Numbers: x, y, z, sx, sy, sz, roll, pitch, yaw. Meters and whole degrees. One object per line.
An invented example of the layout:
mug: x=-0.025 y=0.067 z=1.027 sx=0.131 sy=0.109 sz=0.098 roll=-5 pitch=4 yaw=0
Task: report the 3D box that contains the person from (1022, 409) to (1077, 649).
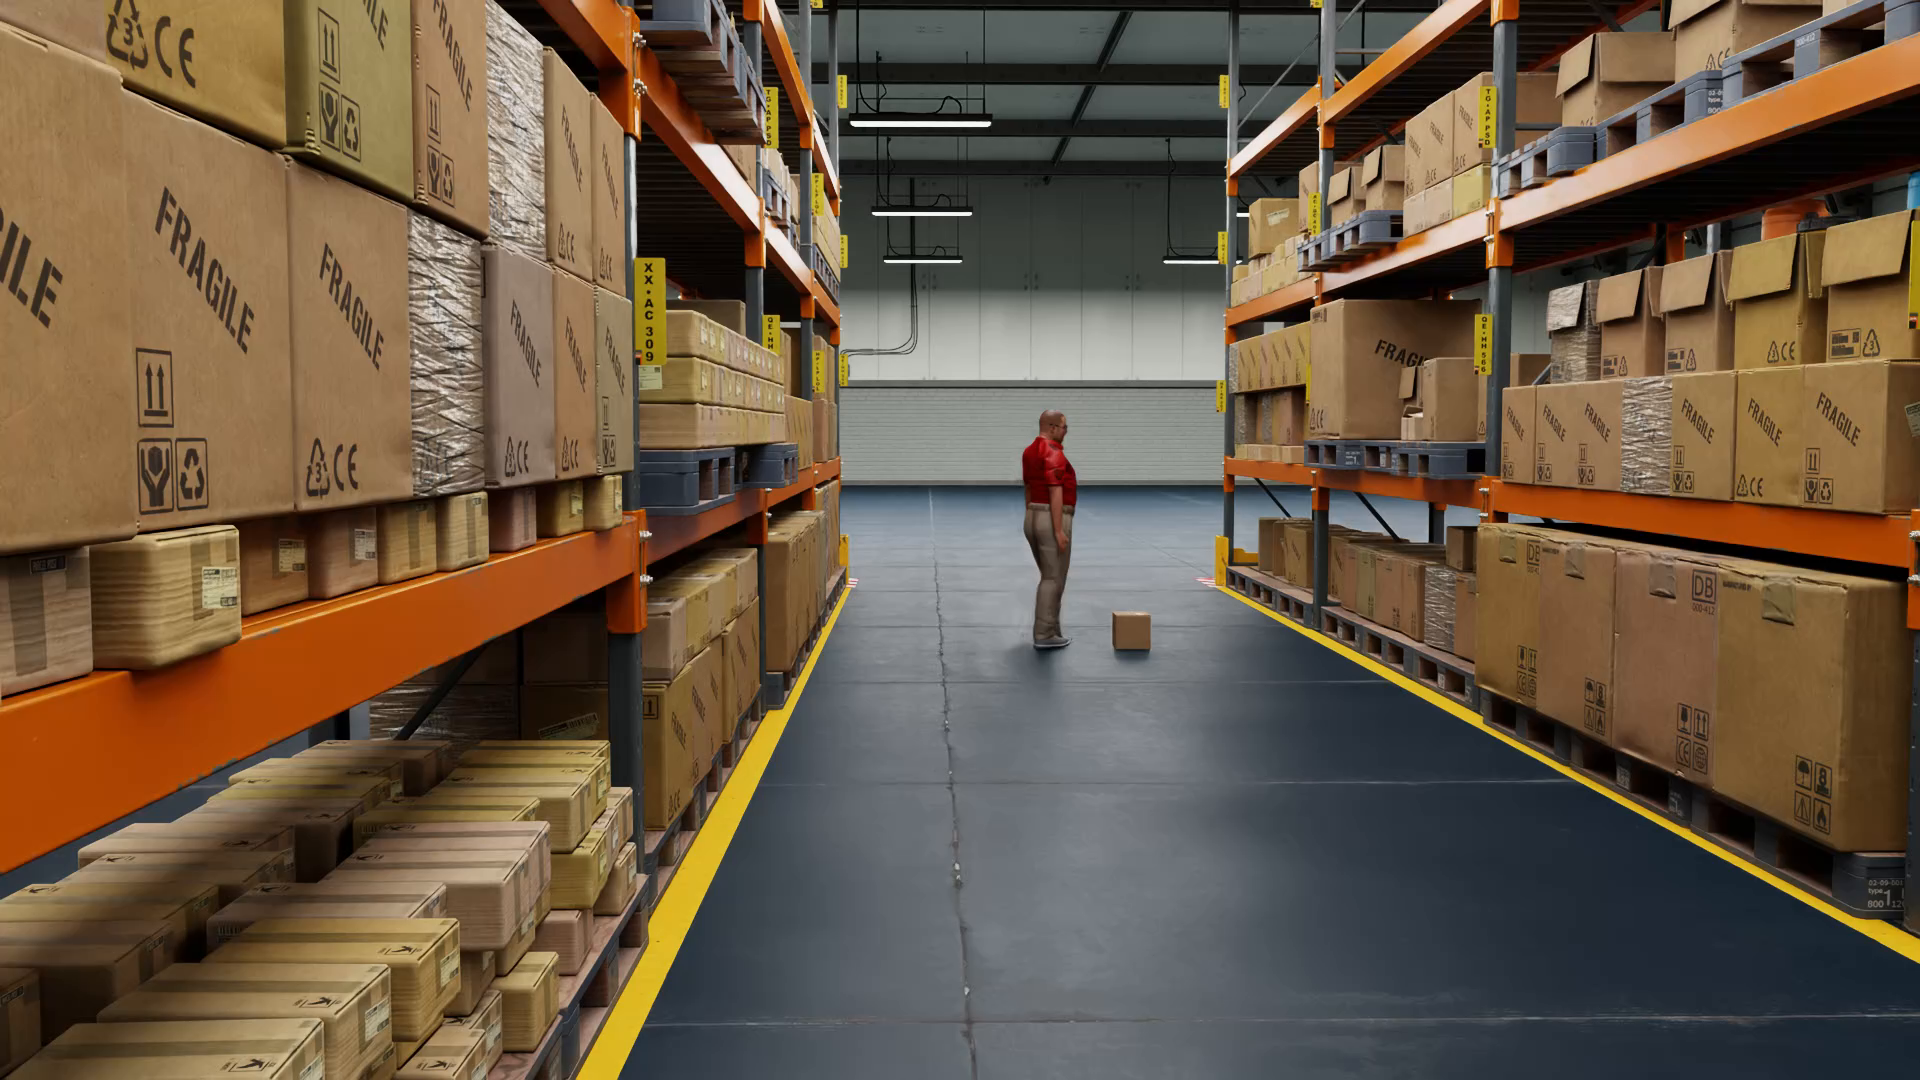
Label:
person: x=0.721 y=-0.064 z=12.084 sx=0.495 sy=1.766 sz=0.578 roll=-2 pitch=4 yaw=-25
